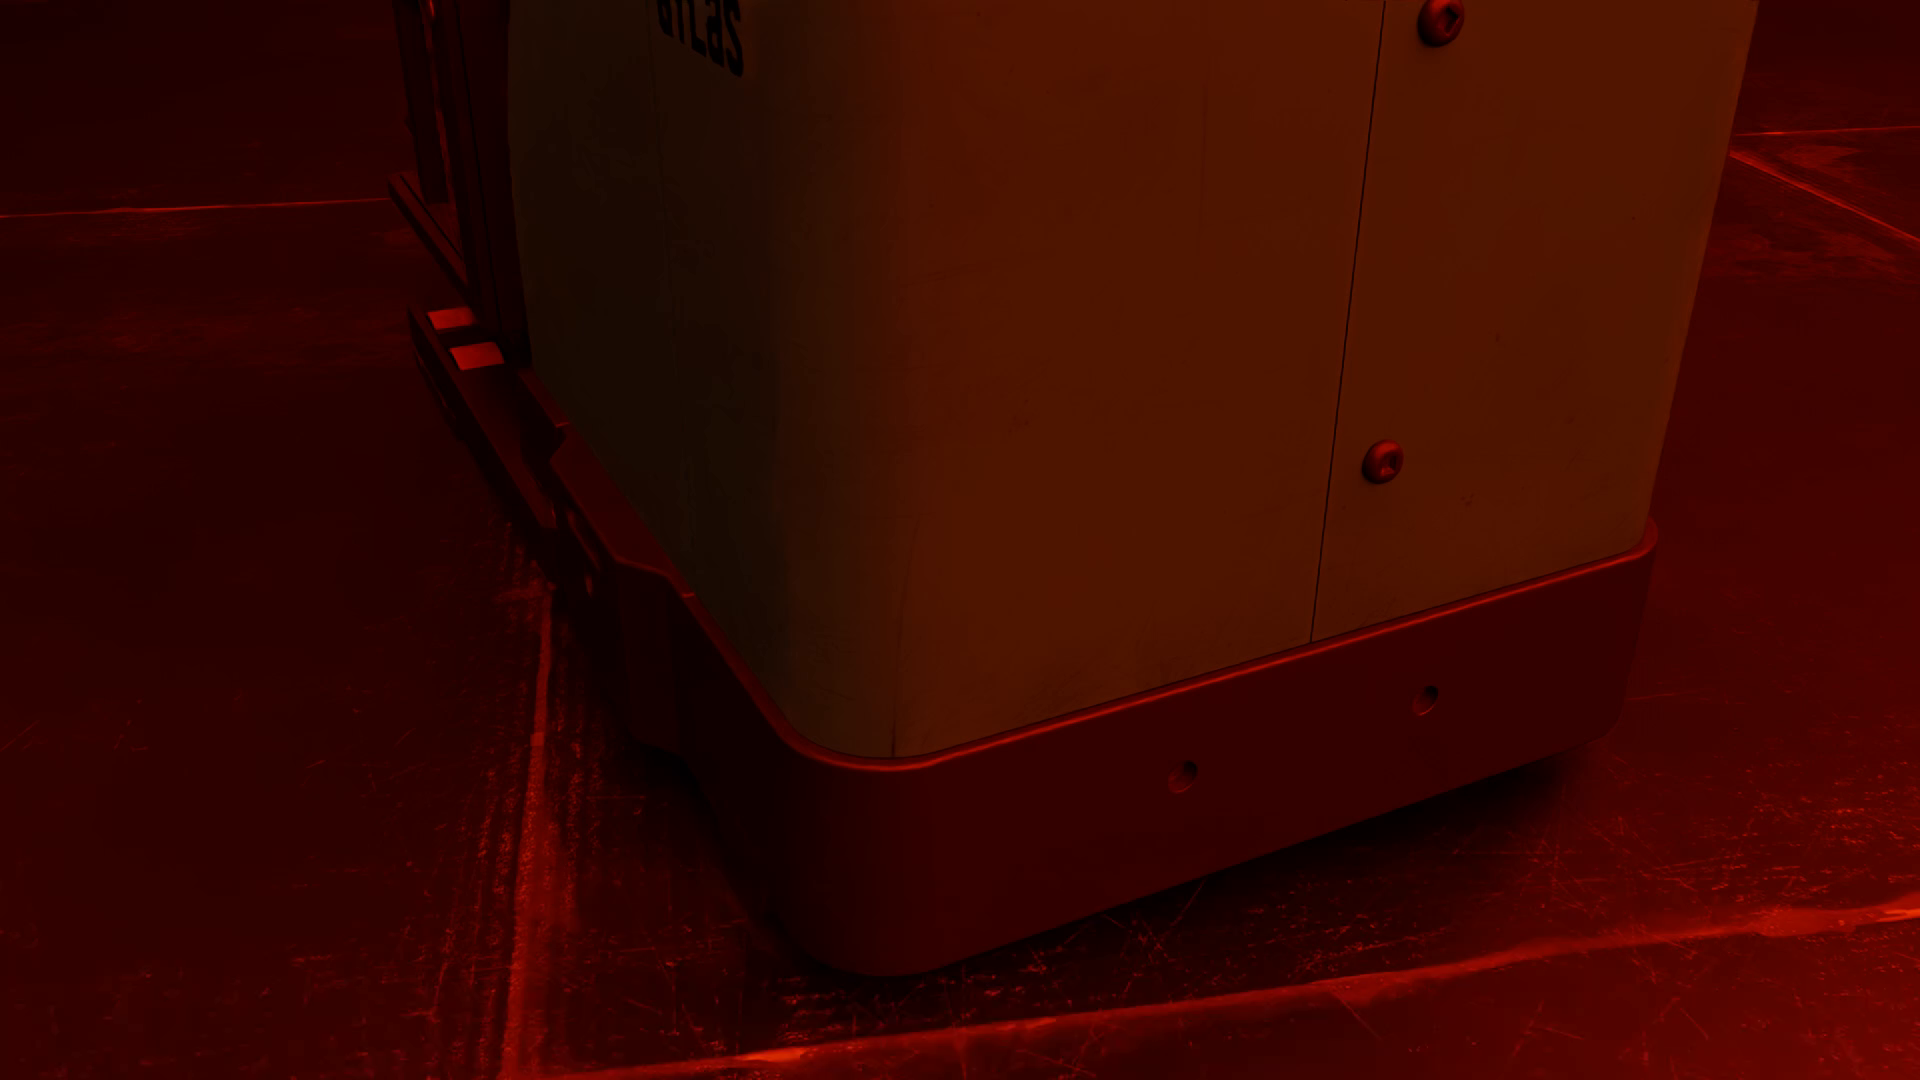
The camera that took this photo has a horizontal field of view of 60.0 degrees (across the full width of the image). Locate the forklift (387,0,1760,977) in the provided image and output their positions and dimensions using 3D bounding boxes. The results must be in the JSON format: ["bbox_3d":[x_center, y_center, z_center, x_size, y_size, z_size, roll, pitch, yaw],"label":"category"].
[{"bbox_3d":[-0.327,-1.546,2.286,1.130,2.935,3.031,-13,31,-23],"label":"forklift"}]
